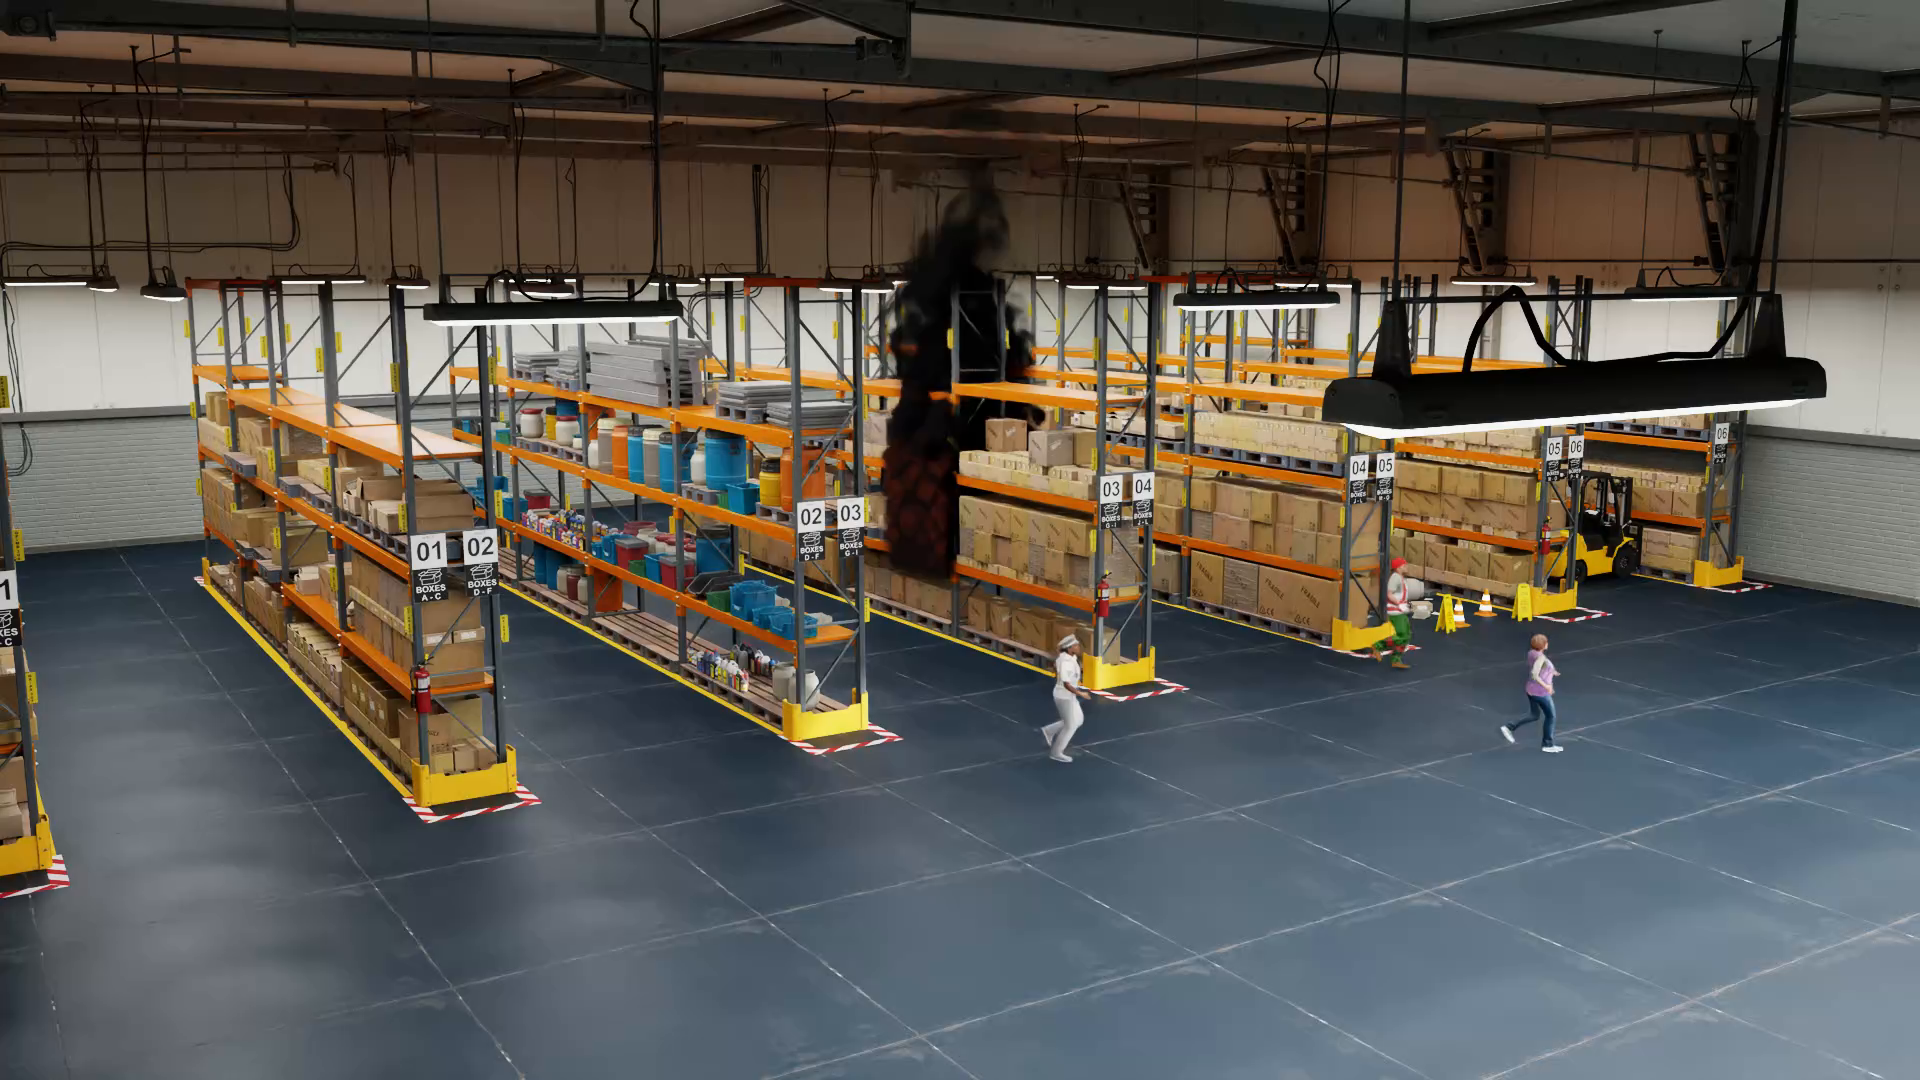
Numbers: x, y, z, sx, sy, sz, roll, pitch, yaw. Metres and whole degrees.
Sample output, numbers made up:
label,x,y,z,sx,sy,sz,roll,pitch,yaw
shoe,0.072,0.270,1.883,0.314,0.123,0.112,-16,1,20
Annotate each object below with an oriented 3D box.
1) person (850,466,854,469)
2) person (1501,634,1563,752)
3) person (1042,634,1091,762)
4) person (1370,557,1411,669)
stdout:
label,x,y,z,sx,sy,sz,roll,pitch,yaw
person,-2.519,-0.921,38.591,0.627,1.573,0.548,-5,11,-26
person,7.443,1.981,21.490,0.805,1.568,0.548,0,10,-2
person,1.357,1.998,21.211,0.626,1.664,0.597,0,10,3
person,6.796,1.131,26.105,0.614,1.737,0.689,3,10,19
